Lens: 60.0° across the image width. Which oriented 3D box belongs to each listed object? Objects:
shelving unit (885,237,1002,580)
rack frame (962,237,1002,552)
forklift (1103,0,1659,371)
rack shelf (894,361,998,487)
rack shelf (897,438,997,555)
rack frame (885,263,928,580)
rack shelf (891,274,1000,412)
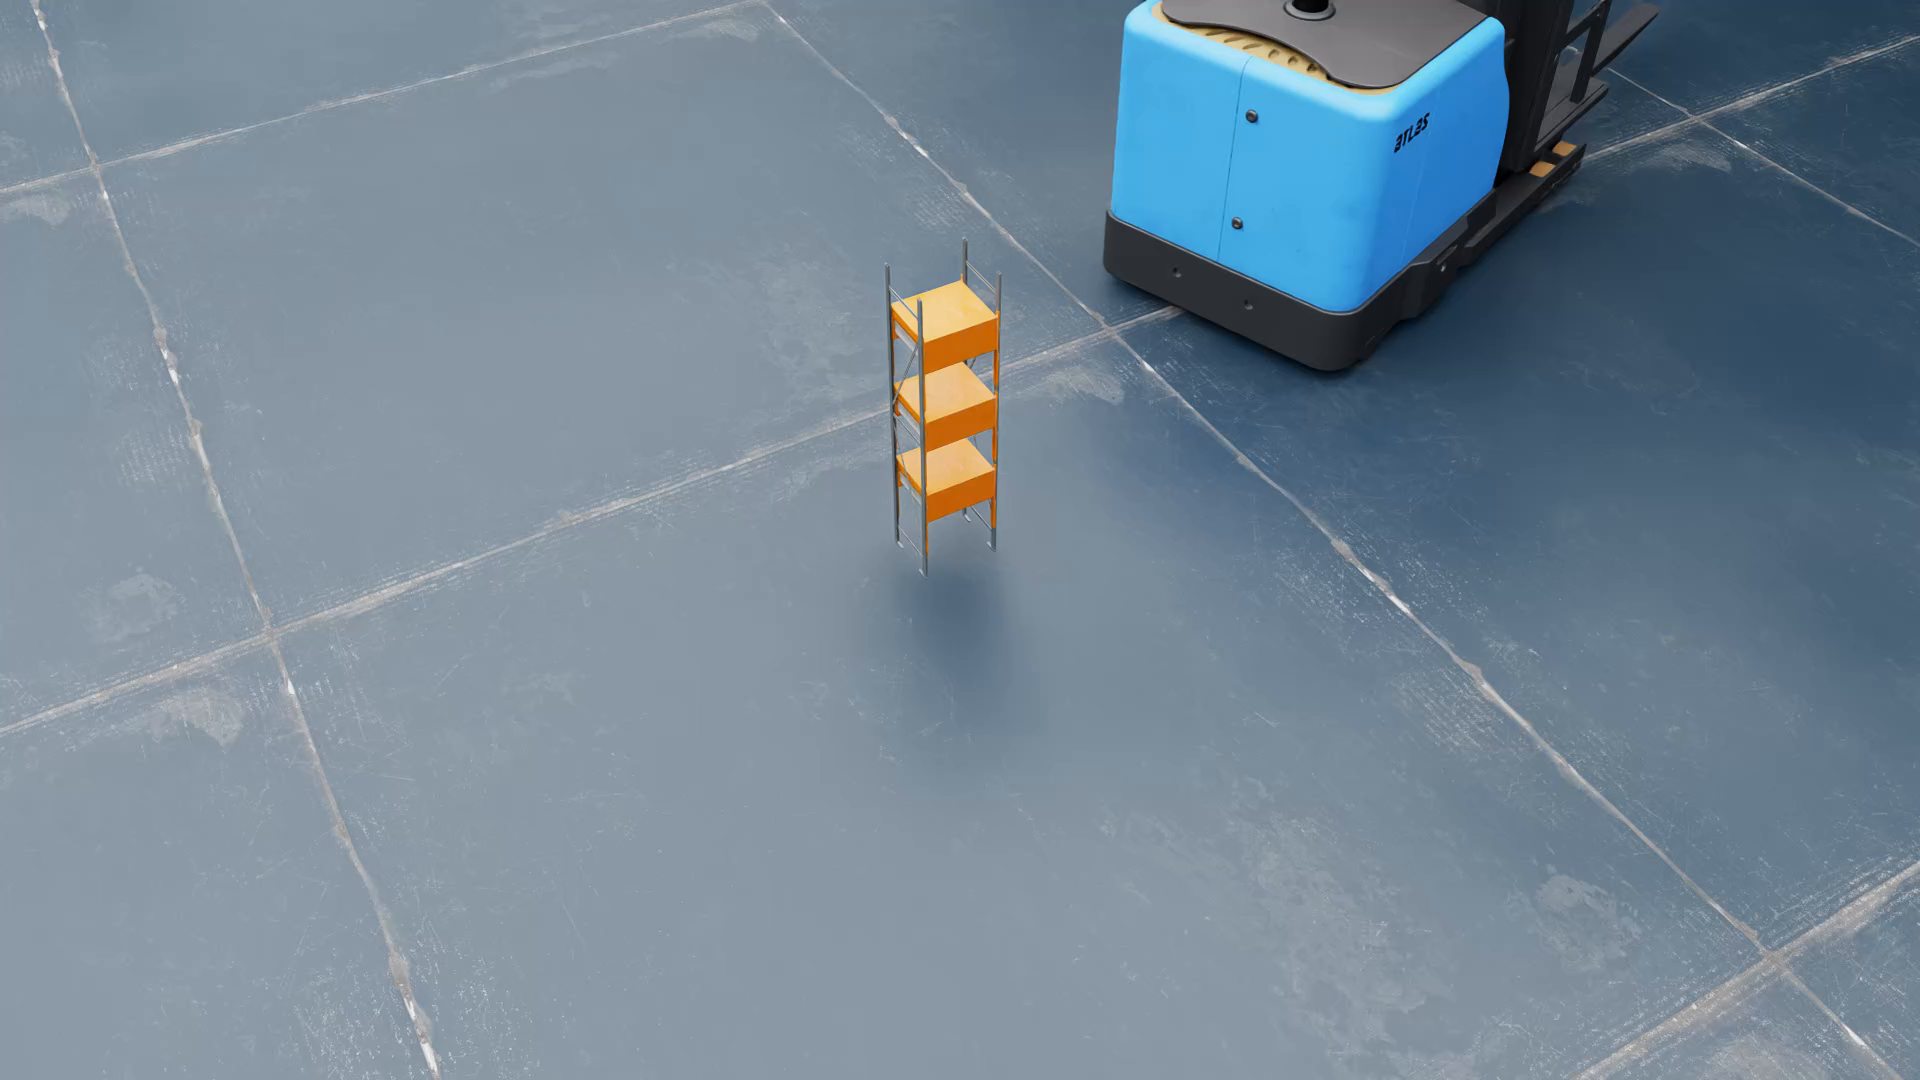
[{"bbox_3d":[-0.046,-0.358,4.865,0.252,1.050,0.215,-22,48,-21],"label":"shelving unit"},{"bbox_3d":[0.059,-0.401,4.909,0.008,1.050,0.200,-22,48,-21],"label":"rack frame"},{"bbox_3d":[1.866,-2.595,5.820,1.130,2.935,3.031,30,52,28],"label":"forklift"},{"bbox_3d":[-0.046,-0.351,4.873,0.240,0.259,0.215,-22,48,-21],"label":"rack shelf"},{"bbox_3d":[-0.046,-0.151,5.066,0.240,0.259,0.215,-22,48,-21],"label":"rack shelf"},{"bbox_3d":[-0.152,-0.316,4.822,0.008,1.050,0.200,-22,48,-21],"label":"rack frame"},{"bbox_3d":[-0.046,-0.554,4.675,0.240,0.259,0.215,-22,48,-21],"label":"rack shelf"}]
